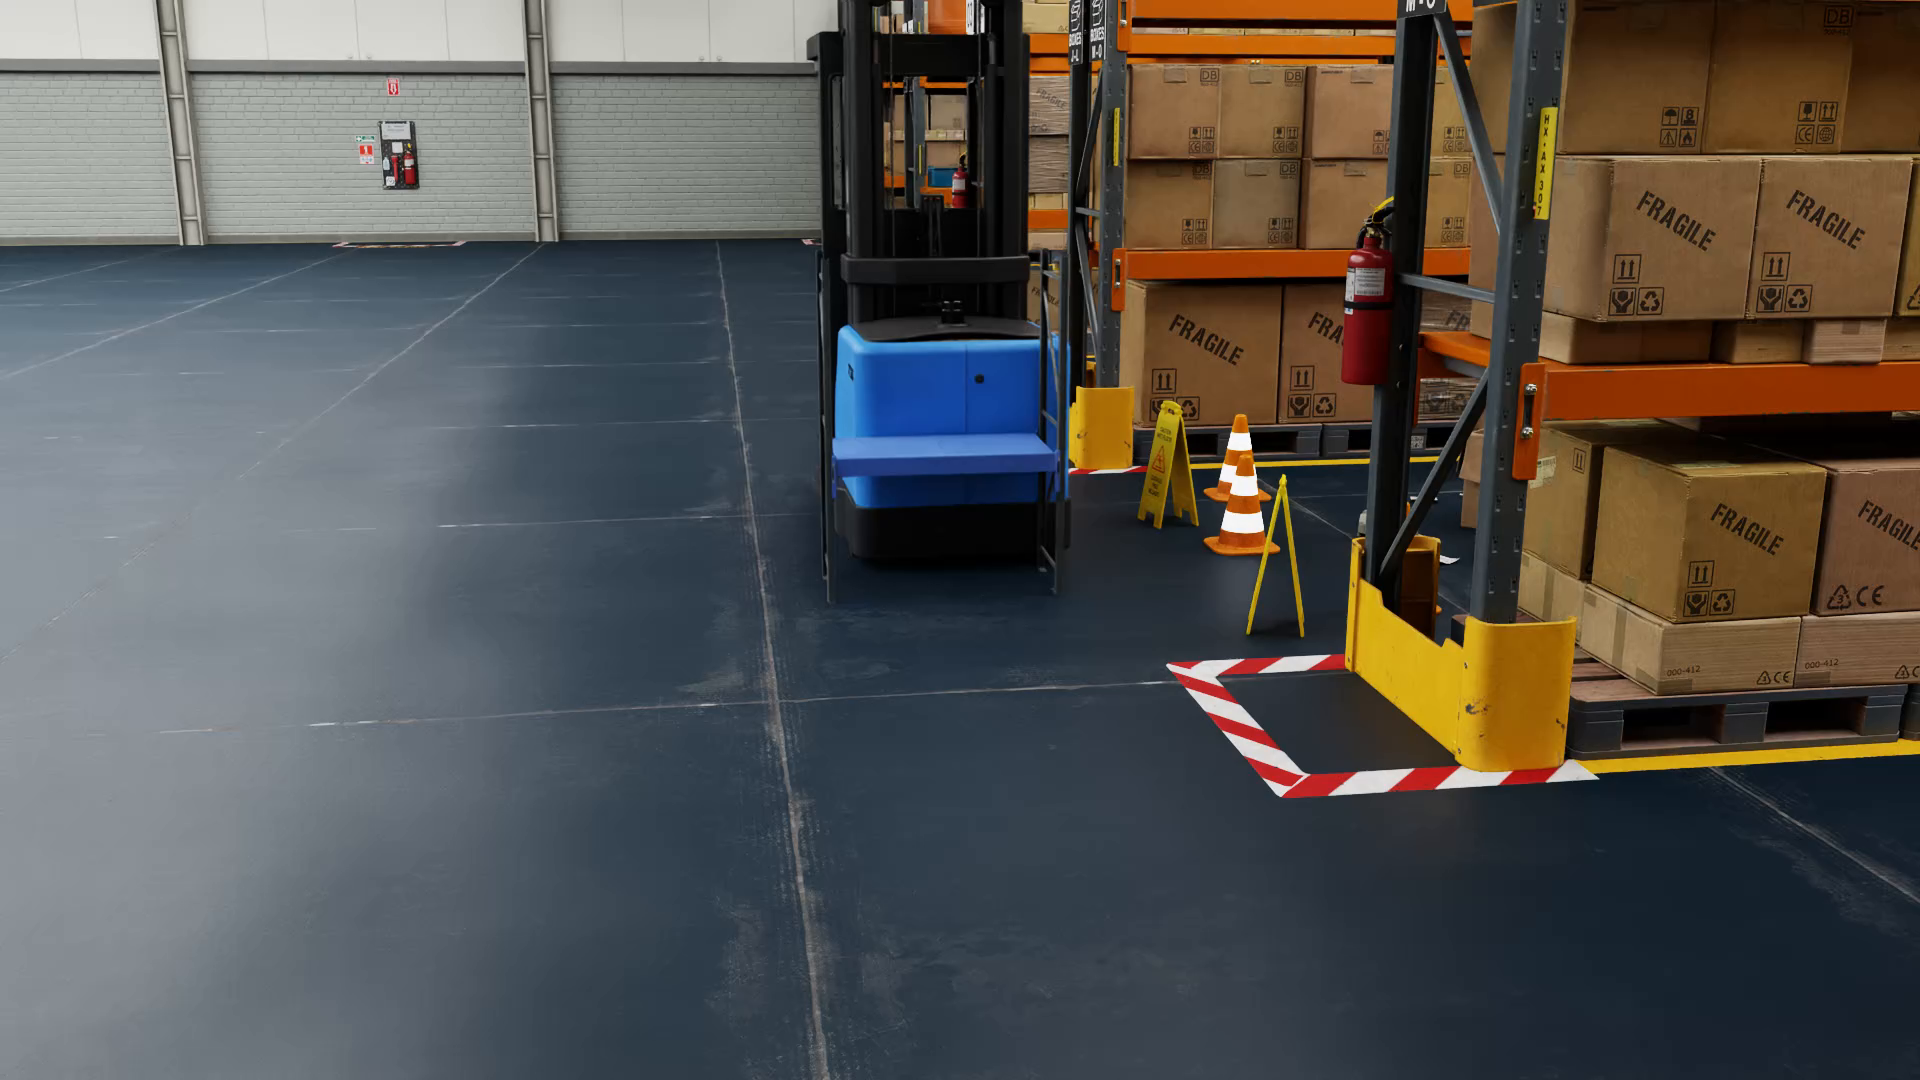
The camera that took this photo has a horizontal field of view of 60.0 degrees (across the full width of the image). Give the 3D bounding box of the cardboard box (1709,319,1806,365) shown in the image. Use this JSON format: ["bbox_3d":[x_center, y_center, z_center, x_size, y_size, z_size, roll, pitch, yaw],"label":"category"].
[{"bbox_3d":[2.561,-0.683,5.507,0.250,0.149,0.380,-3,14,-10],"label":"cardboard box"}]

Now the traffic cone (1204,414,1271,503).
[{"bbox_3d":[1.572,-0.474,9.372,0.334,0.463,0.336,-2,14,-8],"label":"traffic cone"}]

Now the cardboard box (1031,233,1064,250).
[{"bbox_3d":[1.265,-4.515,25.058,0.500,0.250,0.500,-2,14,-8],"label":"cardboard box"}]

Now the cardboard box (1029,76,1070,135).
[{"bbox_3d":[0.780,-3.856,14.768,0.500,0.500,0.500,-2,14,-8],"label":"cardboard box"}]

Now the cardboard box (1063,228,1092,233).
[{"bbox_3d":[1.757,-4.901,25.055,0.500,0.500,0.500,-2,14,-8],"label":"cardboard box"}]

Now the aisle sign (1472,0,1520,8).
[{"bbox_3d":[1.657,-2.024,4.993,0.004,0.787,0.394,-2,14,-8],"label":"aisle sign"}]

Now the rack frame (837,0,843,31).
[{"bbox_3d":[-2.018,-9.708,28.643,0.127,3.000,1.000,-2,14,-8],"label":"rack frame"}]

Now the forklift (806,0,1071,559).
[{"bbox_3d":[-0.227,-1.645,8.965,1.130,2.935,3.031,-2,14,-10],"label":"forklift"}]

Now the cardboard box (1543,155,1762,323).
[{"bbox_3d":[2.182,-0.983,5.369,0.500,0.500,0.500,-2,14,-9],"label":"cardboard box"}]

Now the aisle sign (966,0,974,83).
[{"bbox_3d":[0.090,-4.555,15.083,0.004,0.787,0.394,-2,14,-8],"label":"aisle sign"}]

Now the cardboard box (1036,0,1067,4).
[{"bbox_3d":[0.774,-4.740,14.488,0.250,0.149,0.380,-2,14,-7],"label":"cardboard box"}]

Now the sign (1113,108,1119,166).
[{"bbox_3d":[0.912,-2.352,9.700,0.005,0.325,0.100,-2,14,-8],"label":"sign"}]

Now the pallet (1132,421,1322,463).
[{"bbox_3d":[1.614,-0.722,10.878,1.213,0.211,1.003,-2,14,-8],"label":"pallet"}]

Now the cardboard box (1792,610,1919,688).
[{"bbox_3d":[3.017,0.311,5.816,0.500,0.250,0.500,-2,14,-6],"label":"cardboard box"}]

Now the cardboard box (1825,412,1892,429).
[{"bbox_3d":[3.289,-0.527,6.281,0.250,0.149,0.380,-1,14,-6],"label":"cardboard box"}]

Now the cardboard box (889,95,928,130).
[{"bbox_3d":[-0.760,-6.300,24.515,0.500,0.500,0.700,-2,14,-8],"label":"cardboard box"}]

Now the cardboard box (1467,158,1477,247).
[{"bbox_3d":[3.335,-2.212,10.777,0.550,0.550,0.875,-2,14,-8],"label":"cardboard box"}]

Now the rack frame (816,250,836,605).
[{"bbox_3d":[-0.594,-0.504,7.357,0.032,1.500,0.500,-2,14,-7],"label":"rack frame"}]

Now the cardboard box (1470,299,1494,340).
[{"bbox_3d":[2.010,-0.783,5.905,0.250,0.149,0.380,-2,14,-6],"label":"cardboard box"}]

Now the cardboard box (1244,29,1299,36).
[{"bbox_3d":[2.718,-4.635,14.891,0.500,0.250,0.500,-2,14,-9],"label":"cardboard box"}]

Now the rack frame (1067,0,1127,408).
[{"bbox_3d":[0.835,-2.027,10.348,0.127,3.000,1.000,-2,14,-8],"label":"rack frame"}]

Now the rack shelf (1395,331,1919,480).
[{"bbox_3d":[3.650,-0.564,5.992,4.000,0.370,1.077,-2,14,-8],"label":"rack shelf"}]

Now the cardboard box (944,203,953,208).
[{"bbox_3d":[-0.219,-4.825,24.753,0.500,0.500,0.500,-2,14,-8],"label":"cardboard box"}]

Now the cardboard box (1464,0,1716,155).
[{"bbox_3d":[2.145,-1.589,5.728,0.500,0.500,0.700,-2,14,-10],"label":"cardboard box"}]

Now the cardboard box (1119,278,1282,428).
[{"bbox_3d":[1.496,-1.241,10.717,0.875,0.875,0.875,-2,14,-8],"label":"cardboard box"}]

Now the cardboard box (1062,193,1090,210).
[{"bbox_3d":[1.013,-3.065,15.003,0.250,0.149,0.380,-2,14,-8],"label":"cardboard box"}]

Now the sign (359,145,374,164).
[{"bbox_3d":[-10.399,-6.756,29.131,0.234,0.329,0.001,-2,14,-8],"label":"sign"}]

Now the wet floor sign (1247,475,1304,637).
[{"bbox_3d":[1.325,0.051,6.900,0.232,0.644,0.267,3,14,11],"label":"wet floor sign"}]

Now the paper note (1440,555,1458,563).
[{"bbox_3d":[2.311,0.087,8.022,0.142,0.019,0.148,-8,16,-28],"label":"paper note"}]

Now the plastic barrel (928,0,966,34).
[{"bbox_3d":[-0.080,-6.330,19.595,0.708,0.830,0.600,-2,14,-8],"label":"plastic barrel"}]

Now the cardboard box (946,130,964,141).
[{"bbox_3d":[-0.099,-5.960,24.491,0.250,0.149,0.380,-2,14,-9],"label":"cardboard box"}]

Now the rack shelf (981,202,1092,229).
[{"bbox_3d":[2.174,-2.947,15.497,4.000,0.370,1.077,-2,14,-8],"label":"rack shelf"}]

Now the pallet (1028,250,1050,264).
[{"bbox_3d":[0.678,-4.336,25.285,1.213,0.211,1.003,-2,14,-8],"label":"pallet"}]

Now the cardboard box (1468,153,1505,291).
[{"bbox_3d":[2.168,-1.119,5.909,0.500,0.500,0.500,-2,14,-9],"label":"cardboard box"}]

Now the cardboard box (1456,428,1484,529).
[{"bbox_3d":[3.032,-0.302,8.601,0.797,0.503,0.637,12,18,40],"label":"cardboard box"}]

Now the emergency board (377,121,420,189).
[{"bbox_3d":[-9.837,-6.734,29.116,0.643,1.169,0.194,-2,14,-8],"label":"emergency board"}]

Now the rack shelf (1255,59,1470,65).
[{"bbox_3d":[5.391,-5.739,20.460,4.000,0.370,1.077,-2,14,-8],"label":"rack shelf"}]

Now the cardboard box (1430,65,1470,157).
[{"bbox_3d":[2.817,-2.708,10.535,0.500,0.550,0.875,-2,14,-8],"label":"cardboard box"}]

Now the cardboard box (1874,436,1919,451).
[{"bbox_3d":[3.548,-0.074,5.807,0.500,0.500,0.500,-2,14,-7],"label":"cardboard box"}]

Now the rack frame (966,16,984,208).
[{"bbox_3d":[0.196,-3.224,15.120,0.127,3.000,1.000,-2,14,-8],"label":"rack frame"}]

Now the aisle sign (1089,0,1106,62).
[{"bbox_3d":[0.810,-3.213,9.734,0.004,0.787,0.394,-2,14,-8],"label":"aisle sign"}]

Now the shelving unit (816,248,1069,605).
[{"bbox_3d":[-0.090,-0.520,7.423,1.048,1.500,0.538,-2,14,-7],"label":"shelving unit"}]

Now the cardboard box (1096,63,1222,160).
[{"bbox_3d":[1.208,-2.628,10.215,0.550,0.550,0.875,-2,14,-8],"label":"cardboard box"}]

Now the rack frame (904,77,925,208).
[{"bbox_3d":[-0.542,-4.415,19.871,0.127,3.000,1.000,-2,14,-8],"label":"rack frame"}]

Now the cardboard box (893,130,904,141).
[{"bbox_3d":[-0.856,-5.932,24.381,0.250,0.149,0.380,-2,14,-9],"label":"cardboard box"}]

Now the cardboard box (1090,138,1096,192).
[{"bbox_3d":[1.221,-3.477,15.312,0.500,0.500,0.875,-2,14,-8],"label":"cardboard box"}]

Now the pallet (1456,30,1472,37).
[{"bbox_3d":[4.778,-4.729,15.343,1.003,0.211,1.213,-2,14,-8],"label":"pallet"}]

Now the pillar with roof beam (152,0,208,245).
[{"bbox_3d":[-12.679,-8.471,23.711,0.400,9.000,9.100,-2,14,-8],"label":"pillar with roof beam"}]

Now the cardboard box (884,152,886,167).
[{"bbox_3d":[-1.488,-6.677,29.155,0.500,0.250,0.500,-3,14,-10],"label":"cardboard box"}]

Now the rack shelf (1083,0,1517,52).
[{"bbox_3d":[2.813,-3.206,10.360,4.000,0.370,1.077,-2,14,-8],"label":"rack shelf"}]

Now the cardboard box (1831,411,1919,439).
[{"bbox_3d":[3.441,-0.202,6.318,0.500,0.500,0.500,-2,14,-10],"label":"cardboard box"}]

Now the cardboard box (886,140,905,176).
[{"bbox_3d":[-0.813,-5.669,24.665,0.500,0.500,0.700,-2,14,-8],"label":"cardboard box"}]

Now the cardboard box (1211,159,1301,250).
[{"bbox_3d":[1.736,-2.149,10.528,0.550,0.550,0.875,-2,14,-8],"label":"cardboard box"}]
